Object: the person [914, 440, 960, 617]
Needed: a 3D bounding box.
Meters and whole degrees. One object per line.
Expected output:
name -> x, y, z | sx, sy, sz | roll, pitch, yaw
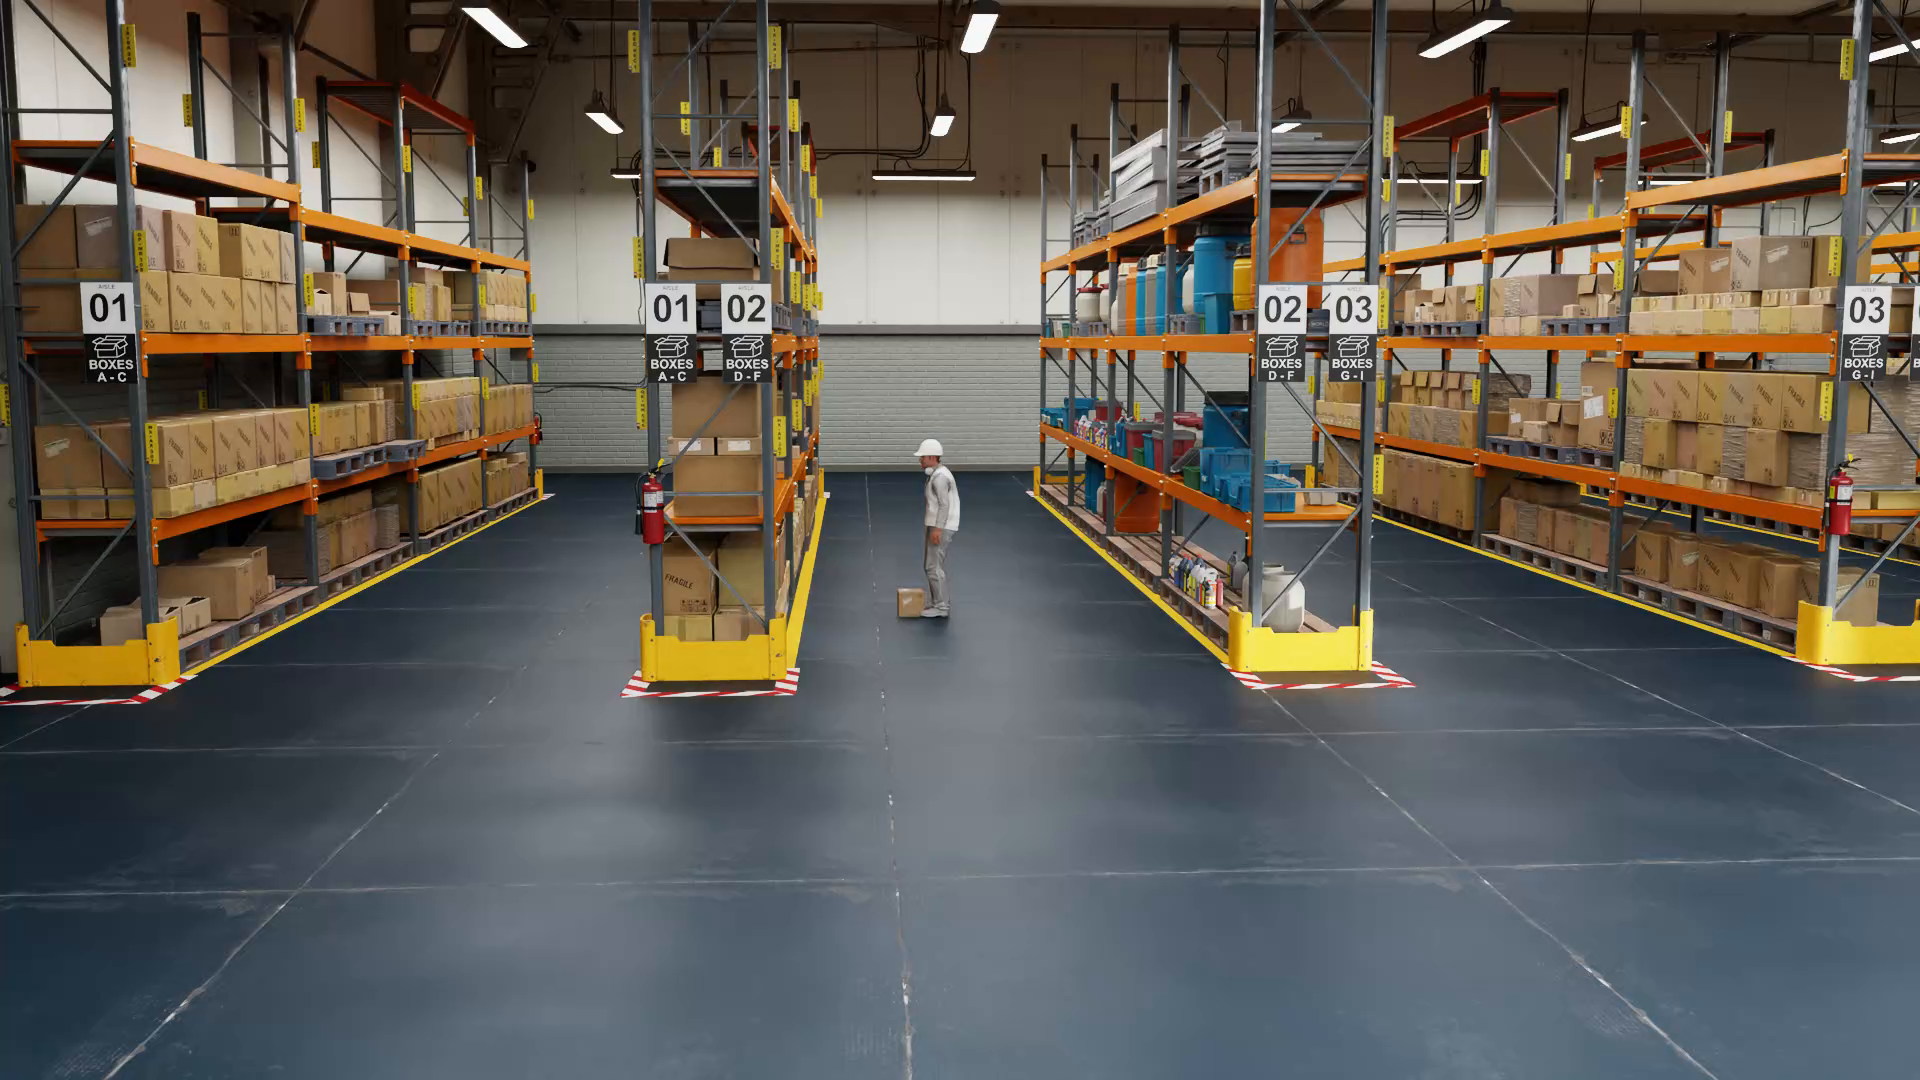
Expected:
person -> -0.236, -0.124, 16.688 | 0.463, 1.767, 0.583 | -1, 7, -7
